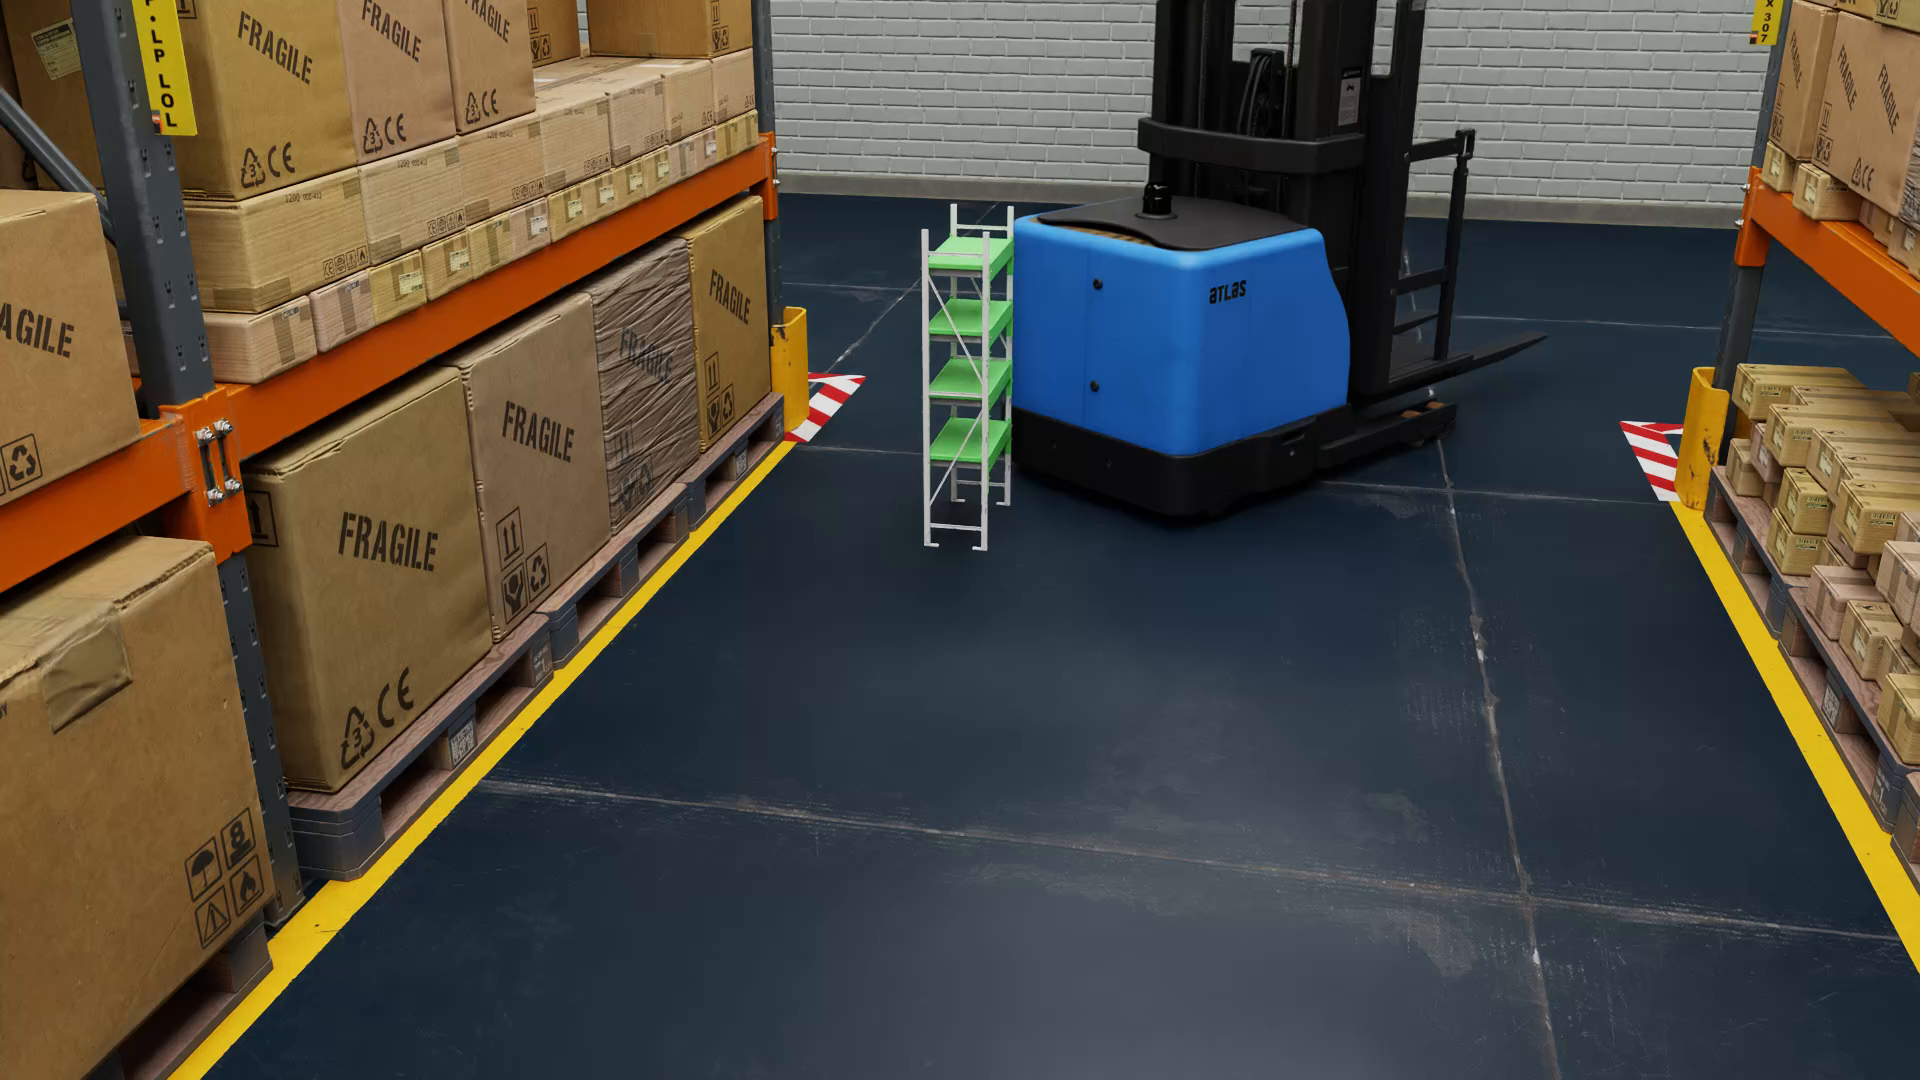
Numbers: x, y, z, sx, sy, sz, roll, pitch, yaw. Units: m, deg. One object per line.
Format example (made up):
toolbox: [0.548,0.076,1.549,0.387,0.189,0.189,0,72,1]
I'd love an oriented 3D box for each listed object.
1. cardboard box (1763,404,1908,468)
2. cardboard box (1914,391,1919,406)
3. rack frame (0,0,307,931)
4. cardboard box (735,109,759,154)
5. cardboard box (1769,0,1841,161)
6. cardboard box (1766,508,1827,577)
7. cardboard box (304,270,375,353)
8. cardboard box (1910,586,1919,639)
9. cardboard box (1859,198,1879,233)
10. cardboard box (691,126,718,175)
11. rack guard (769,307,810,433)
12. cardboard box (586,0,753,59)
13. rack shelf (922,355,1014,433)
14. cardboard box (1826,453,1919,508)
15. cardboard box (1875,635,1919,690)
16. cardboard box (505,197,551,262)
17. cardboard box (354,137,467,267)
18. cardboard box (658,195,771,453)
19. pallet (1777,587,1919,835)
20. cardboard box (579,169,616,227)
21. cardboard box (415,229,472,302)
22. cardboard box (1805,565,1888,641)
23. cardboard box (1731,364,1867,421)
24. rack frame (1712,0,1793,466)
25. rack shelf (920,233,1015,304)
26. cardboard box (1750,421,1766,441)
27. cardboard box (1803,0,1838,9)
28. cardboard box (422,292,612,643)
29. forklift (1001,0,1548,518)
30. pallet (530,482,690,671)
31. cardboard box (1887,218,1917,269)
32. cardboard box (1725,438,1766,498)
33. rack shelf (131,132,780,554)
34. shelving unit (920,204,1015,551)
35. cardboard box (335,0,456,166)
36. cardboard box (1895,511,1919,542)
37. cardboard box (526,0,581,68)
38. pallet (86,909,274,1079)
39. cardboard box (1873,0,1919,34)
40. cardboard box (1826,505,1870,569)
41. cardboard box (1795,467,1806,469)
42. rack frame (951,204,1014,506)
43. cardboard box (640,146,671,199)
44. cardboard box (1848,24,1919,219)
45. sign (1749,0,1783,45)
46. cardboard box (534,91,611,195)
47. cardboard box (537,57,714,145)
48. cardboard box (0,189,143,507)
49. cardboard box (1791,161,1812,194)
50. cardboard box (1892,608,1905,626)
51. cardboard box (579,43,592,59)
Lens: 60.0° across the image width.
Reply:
cardboard box: [2.974,-0.347,5.657,0.380,0.149,0.250,4,22,11]
cardboard box: [3.561,-0.404,5.800,0.380,0.149,0.250,5,22,12]
rack frame: [-2.123,-0.509,3.601,1.000,3.000,0.127,4,22,11]
cardboard box: [-1.057,-1.700,6.895,0.380,0.149,0.250,5,22,12]
cardboard box: [3.166,-1.598,5.773,0.500,0.500,0.500,6,23,13]
cardboard box: [2.931,0.017,5.551,0.380,0.149,0.250,5,22,12]
cardboard box: [-1.683,-0.571,4.092,0.380,0.149,0.250,4,22,9]
cardboard box: [2.681,0.225,4.237,0.380,0.149,0.250,3,22,8]
cardboard box: [3.104,-1.051,5.283,0.380,0.149,0.250,6,23,13]
cardboard box: [-1.161,-1.512,6.430,0.380,0.149,0.250,5,22,11]
rack guard: [-1.302,-0.821,7.722,1.175,0.500,0.348,4,22,11]
cardboard box: [-1.149,-2.190,6.574,0.500,0.500,0.500,5,22,12]
rack shelf: [0.034,-0.558,6.304,0.258,0.148,0.480,4,22,11]
cardboard box: [2.938,-0.149,5.166,0.380,0.149,0.250,5,23,13]
cardboard box: [2.789,0.396,4.609,0.380,0.149,0.250,5,22,12]
cardboard box: [-1.473,-0.949,5.031,0.380,0.149,0.250,5,22,12]
cardboard box: [-1.664,-0.910,4.402,0.500,0.250,0.500,4,22,11]
cardboard box: [-1.359,-0.941,6.956,0.875,0.875,0.875,4,22,11]
pallet: [3.061,0.504,4.819,1.003,0.211,1.213,4,22,11]
cardboard box: [-1.369,-1.141,5.507,0.380,0.149,0.250,5,22,12]
cardboard box: [-1.578,-0.764,4.571,0.380,0.149,0.250,4,22,9]
cardboard box: [2.837,0.202,5.091,0.380,0.149,0.250,3,22,8]
cardboard box: [3.089,-0.539,6.135,0.380,0.149,0.250,3,22,8]
rack frame: [3.528,-1.556,6.203,1.000,3.000,0.127,4,22,11]
rack shelf: [0.034,-1.003,6.124,0.258,0.148,0.480,4,22,11]
cardboard box: [3.170,-0.395,6.174,0.380,0.149,0.250,5,23,13]
cardboard box: [3.177,-2.061,5.585,0.500,0.500,0.500,4,22,11]
cardboard box: [-1.726,-0.282,5.321,0.875,0.875,0.875,4,22,11]
forklift: [1.601,-1.894,7.134,3.031,2.935,1.130,-19,29,-39]
pallet: [-1.644,0.065,5.909,1.003,0.211,1.213,4,22,11]
cardboard box: [2.947,-0.865,4.823,0.380,0.149,0.250,4,22,10]
cardboard box: [3.108,-0.262,6.242,0.380,0.149,0.250,5,22,12]
rack shelf: [-1.715,-0.906,5.552,1.077,0.370,4.000,4,22,11]
shelving unit: [0.034,-0.617,6.280,0.258,1.200,0.503,4,22,11]
cardboard box: [-1.667,-1.260,4.266,0.500,0.500,0.500,4,22,11]
cardboard box: [2.882,0.043,4.689,0.380,0.149,0.250,5,22,11]
cardboard box: [-1.771,-2.050,6.227,0.500,0.500,0.500,4,22,10]
pallet: [-2.206,1.073,3.407,1.003,0.211,1.213,4,22,11]
cardboard box: [2.952,-1.687,4.657,0.500,0.500,0.500,4,22,10]
cardboard box: [2.976,-0.013,5.226,0.380,0.149,0.250,3,22,8]
cardboard box: [3.096,-0.203,5.697,0.380,0.149,0.250,5,22,12]
rack frame: [0.084,-0.706,6.501,0.240,1.200,0.015,4,22,11]
cardboard box: [-1.264,-1.326,5.967,0.380,0.149,0.250,4,22,10]
cardboard box: [2.970,-1.222,4.840,0.500,0.500,0.500,5,22,12]
sign: [2.997,-1.999,6.144,0.100,0.325,0.005,4,22,11]
cardboard box: [-1.456,-1.280,5.319,0.500,0.250,0.500,4,22,11]
cardboard box: [-1.250,-1.657,6.255,0.500,0.250,0.500,4,22,10]
cardboard box: [-1.951,-0.363,3.106,0.500,0.500,0.500,5,22,11]
cardboard box: [3.130,-1.250,5.779,0.380,0.149,0.250,5,23,13]
cardboard box: [2.896,0.188,4.728,0.380,0.149,0.250,6,23,13]
cardboard box: [-1.669,-1.885,6.821,0.500,0.250,0.500,4,22,9]
